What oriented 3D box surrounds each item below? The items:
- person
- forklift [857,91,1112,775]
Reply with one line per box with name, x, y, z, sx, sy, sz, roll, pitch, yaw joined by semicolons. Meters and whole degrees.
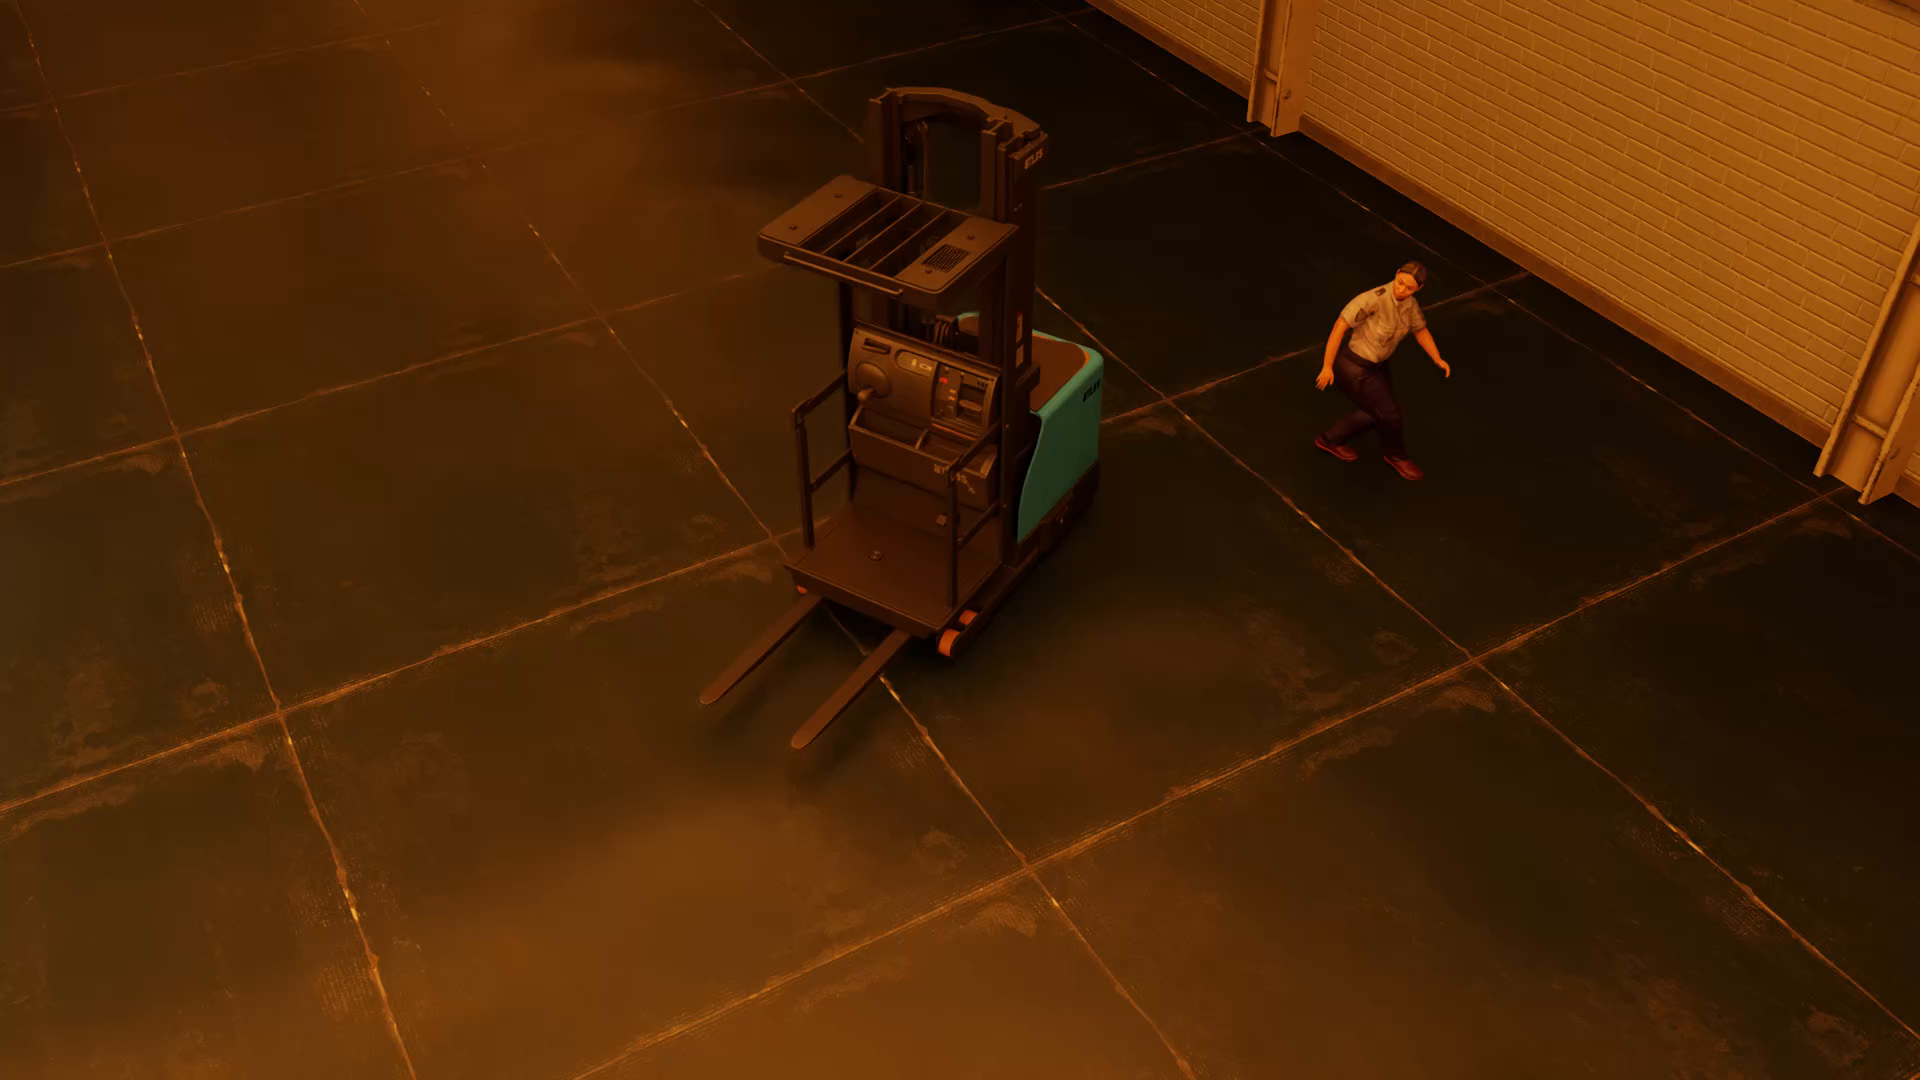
person;3.001;-1.198;10.522;0.680;1.618;0.489;-20;44;-22
forklift;0.126;-0.743;8.932;1.130;2.935;3.031;-7;40;-8
